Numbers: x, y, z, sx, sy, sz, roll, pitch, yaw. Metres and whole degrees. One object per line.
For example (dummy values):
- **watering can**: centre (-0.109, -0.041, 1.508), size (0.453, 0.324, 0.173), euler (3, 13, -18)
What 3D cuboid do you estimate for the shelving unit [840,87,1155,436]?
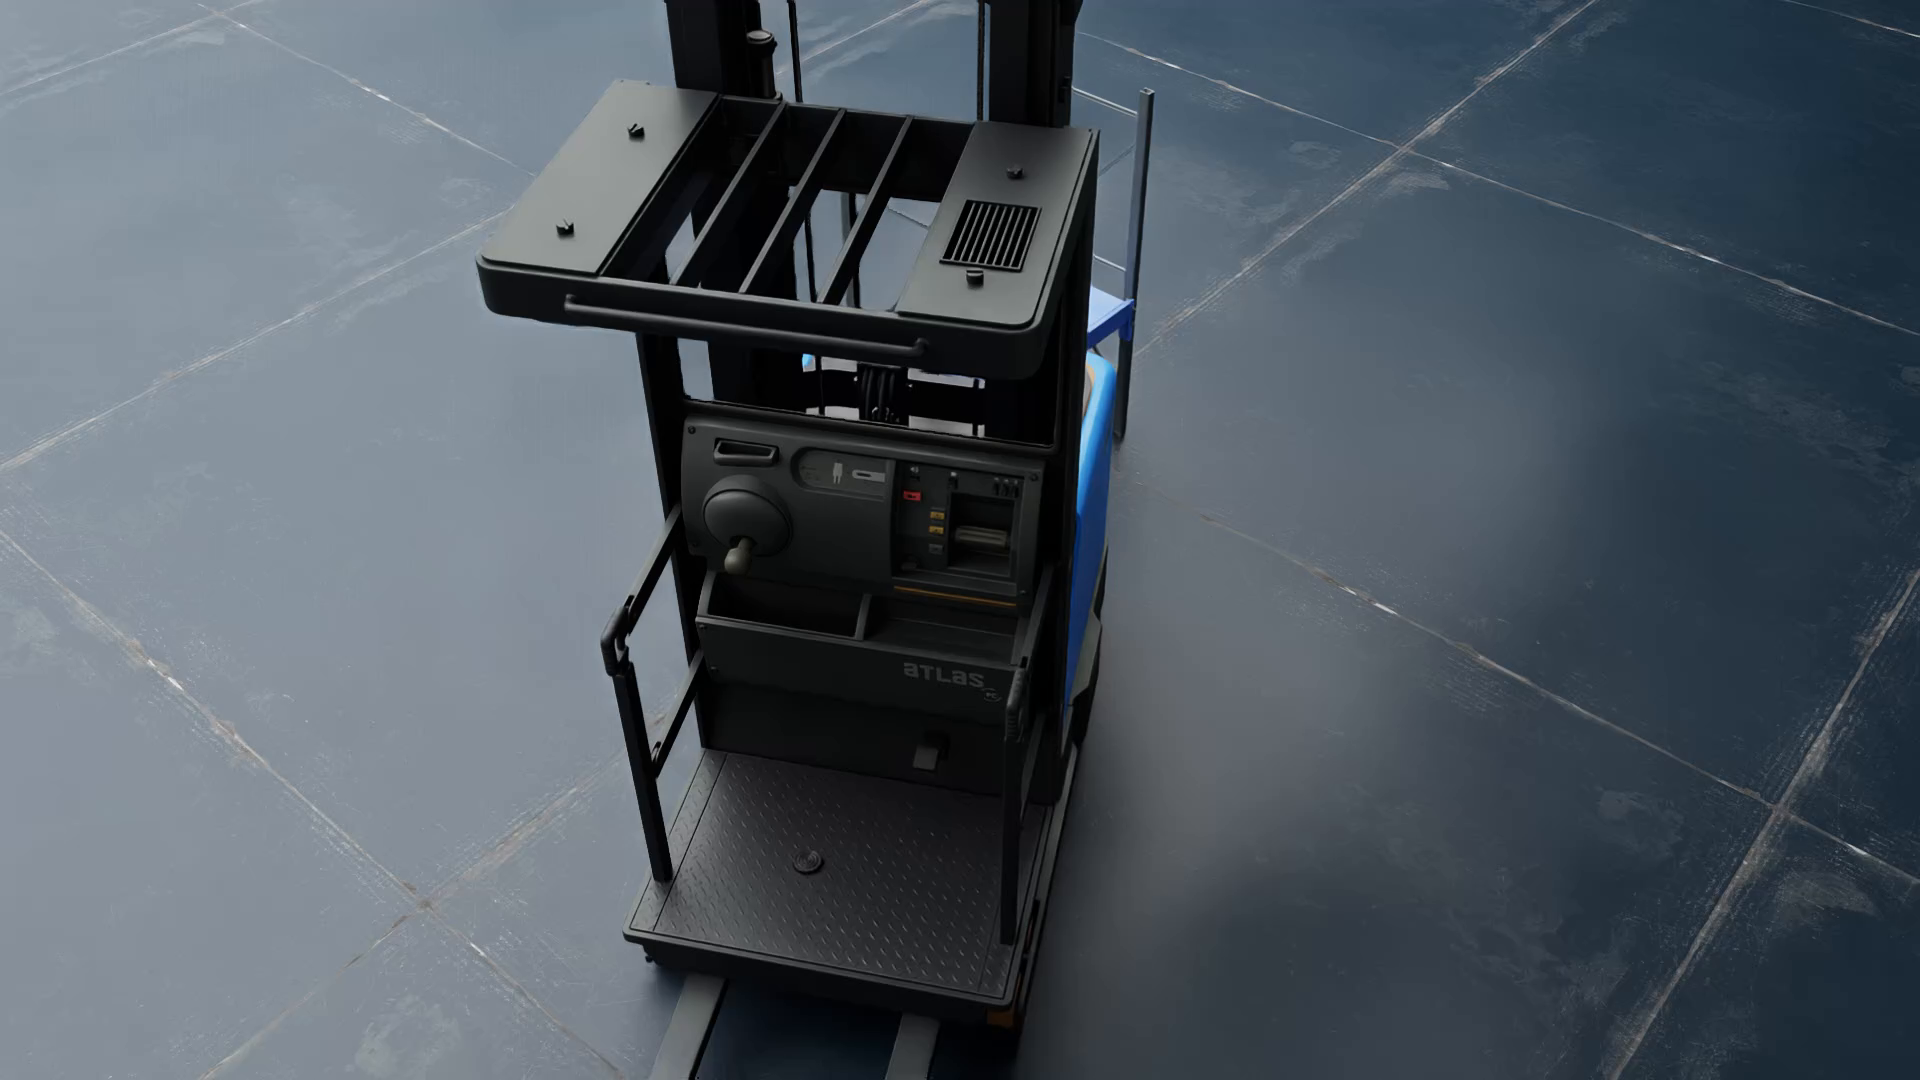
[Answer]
- **shelving unit**: centre (0.138, -0.832, 6.050), size (0.538, 1.500, 1.048), euler (30, 50, 29)

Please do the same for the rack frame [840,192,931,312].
- **rack frame**: centre (-0.195, -0.574, 5.766), size (0.500, 1.500, 0.032), euler (30, 50, 29)

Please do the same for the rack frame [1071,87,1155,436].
- **rack frame**: centre (0.471, -1.091, 6.335), size (0.500, 1.500, 0.032), euler (30, 50, 29)

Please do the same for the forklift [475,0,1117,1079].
- **forklift**: centre (-0.298, 0.017, 4.053), size (1.130, 2.935, 3.031), euler (8, 43, 9)

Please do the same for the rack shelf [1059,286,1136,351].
- **rack shelf**: centre (0.138, -0.699, 6.171), size (0.538, 0.185, 1.000), euler (30, 50, 29)
